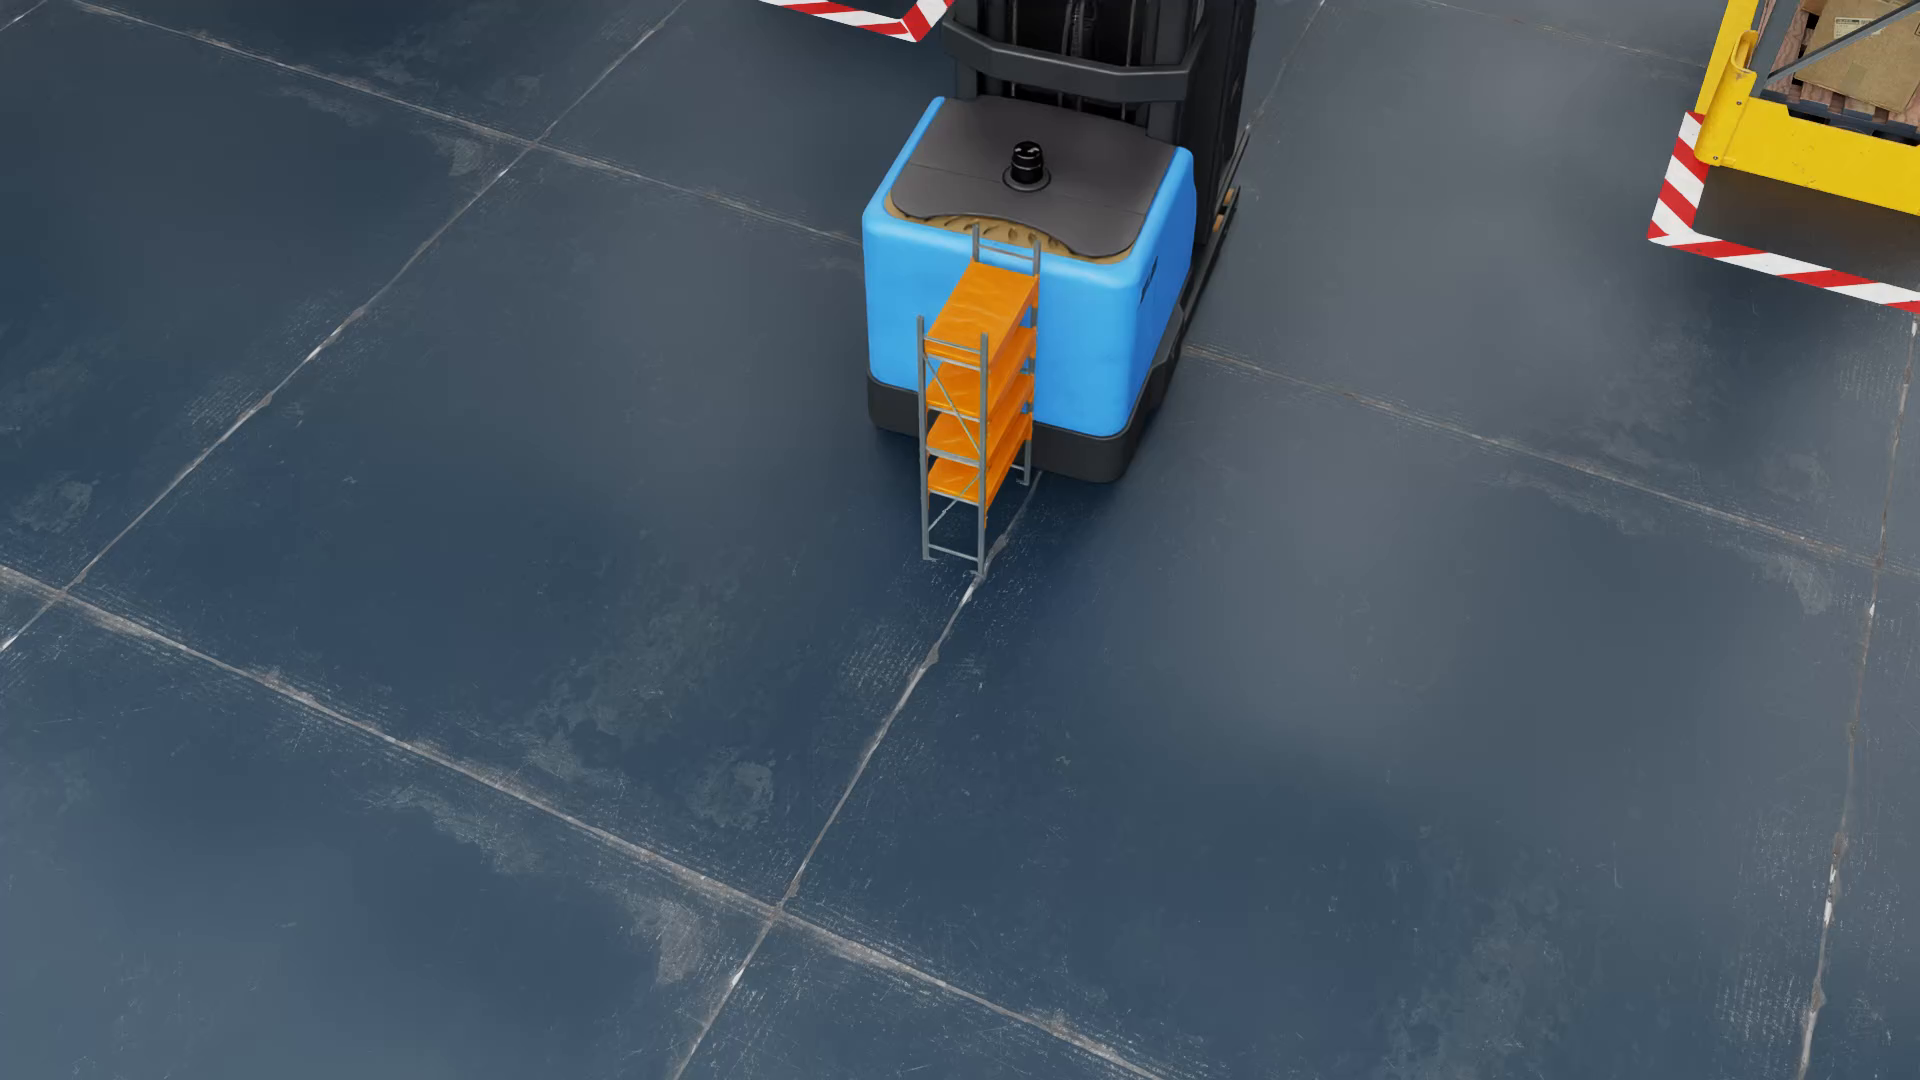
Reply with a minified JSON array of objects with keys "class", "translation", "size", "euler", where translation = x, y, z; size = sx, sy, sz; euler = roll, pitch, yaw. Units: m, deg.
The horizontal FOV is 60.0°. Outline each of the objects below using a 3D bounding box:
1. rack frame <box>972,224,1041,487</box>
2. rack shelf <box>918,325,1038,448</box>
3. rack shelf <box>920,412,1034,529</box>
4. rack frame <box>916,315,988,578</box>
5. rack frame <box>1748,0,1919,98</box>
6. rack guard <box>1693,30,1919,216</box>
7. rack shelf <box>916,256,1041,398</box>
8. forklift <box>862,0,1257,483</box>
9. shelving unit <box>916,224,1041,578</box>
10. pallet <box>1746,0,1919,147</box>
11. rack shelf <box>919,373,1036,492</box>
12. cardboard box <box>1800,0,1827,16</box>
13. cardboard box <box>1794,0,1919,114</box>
[{"class":"rack frame","translation":[0.156,-0.634,6.002],"size":[0.240,1.200,0.015],"euler":[17,52,14]},{"class":"rack shelf","translation":[0.066,-0.563,5.736],"size":[0.258,0.148,0.480],"euler":[17,52,14]},{"class":"rack shelf","translation":[0.066,-0.289,6.058],"size":[0.258,0.148,0.480],"euler":[17,52,14]},{"class":"rack frame","translation":[-0.024,-0.289,5.708],"size":[0.240,1.200,0.015],"euler":[17,52,14]},{"class":"rack frame","translation":[3.984,-2.625,6.514],"size":[1.000,3.000,0.127],"euler":[20,52,16]},{"class":"rack guard","translation":[4.016,-1.867,7.510],"size":[1.175,0.500,0.348],"euler":[20,52,16]},{"class":"rack shelf","translation":[0.066,-0.716,5.556],"size":[0.258,0.148,0.480],"euler":[17,52,14]},{"class":"forklift","translation":[0.609,-2.318,6.298],"size":[1.130,2.935,3.031],"euler":[15,51,12]},{"class":"shelving unit","translation":[0.066,-0.462,5.855],"size":[0.258,1.200,0.503],"euler":[17,52,14]},{"class":"pallet","translation":[4.395,-2.321,8.087],"size":[1.003,0.211,1.213],"euler":[20,52,16]},{"class":"rack shelf","translation":[0.066,-0.418,5.906],"size":[0.258,0.148,0.480],"euler":[17,52,14]},{"class":"cardboard box","translation":[4.490,-2.798,8.027],"size":[0.500,0.500,0.500],"euler":[33,57,25]},{"class":"cardboard box","translation":[4.266,-2.375,7.667],"size":[0.500,0.500,0.500],"euler":[29,55,22]}]
